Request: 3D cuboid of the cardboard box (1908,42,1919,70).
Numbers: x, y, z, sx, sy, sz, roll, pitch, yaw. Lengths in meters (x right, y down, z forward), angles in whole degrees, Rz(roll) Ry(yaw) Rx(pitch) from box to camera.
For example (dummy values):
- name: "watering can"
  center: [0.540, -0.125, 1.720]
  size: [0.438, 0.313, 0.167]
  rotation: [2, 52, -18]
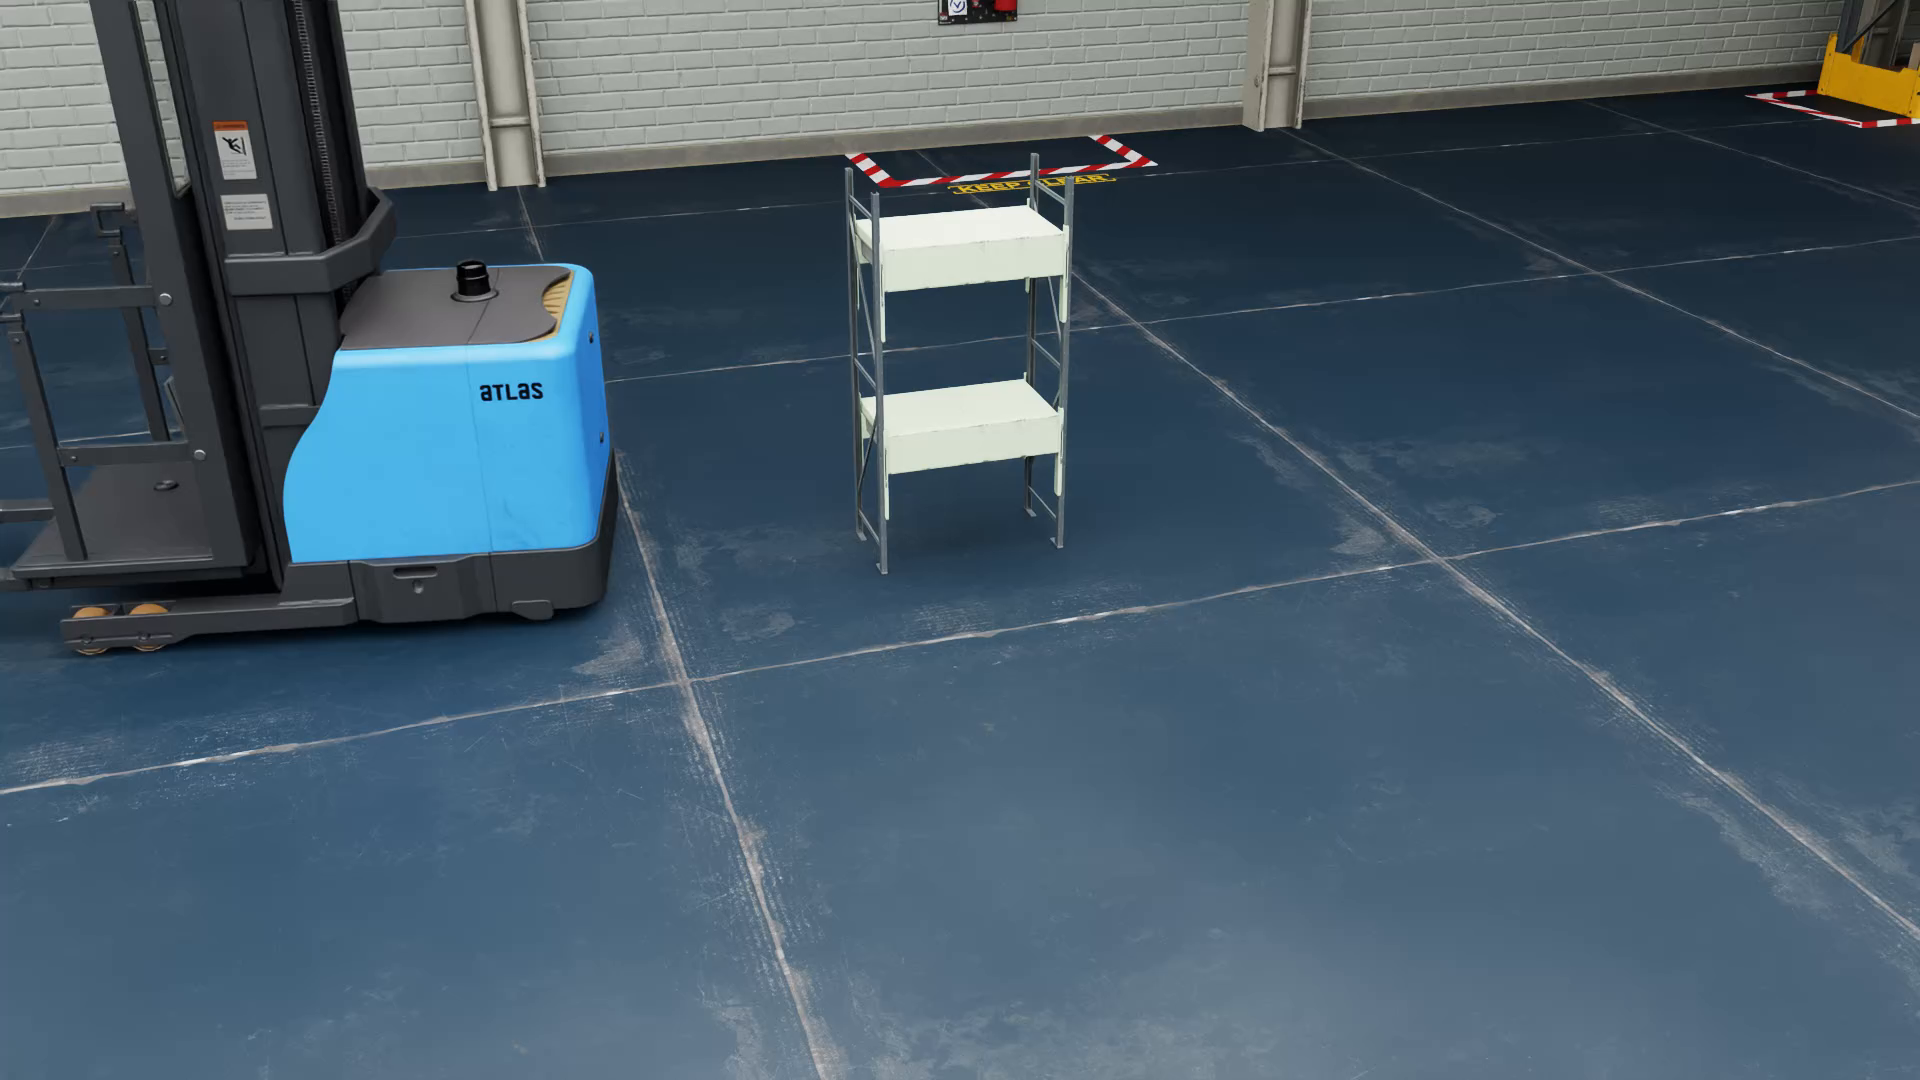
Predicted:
- name: "cardboard box"
  center: [8.527, -4.132, 14.229]
  size: [0.500, 0.311, 0.500]
  rotation: [-12, 29, -22]

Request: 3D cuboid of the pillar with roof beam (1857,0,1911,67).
- name: "pillar with roof beam"
  center: [9.572, -6.411, 9.544]
  size: [0.400, 9.000, 9.100]
  rotation: [-8, 28, -16]

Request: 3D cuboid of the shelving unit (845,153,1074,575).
- name: "shelving unit"
  center: [-0.006, -0.671, 6.415]
  size: [0.755, 1.500, 0.431]
  rotation: [-8, 28, -16]

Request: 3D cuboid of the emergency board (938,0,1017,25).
- name: "emergency board"
  center: [0.172, -4.394, 12.227]
  size: [0.643, 1.169, 0.194]
  rotation: [-8, 28, -16]

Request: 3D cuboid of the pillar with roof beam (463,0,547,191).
- name: "pillar with roof beam"
  center: [-1.838, -4.759, 6.216]
  size: [0.400, 9.000, 9.100]
  rotation: [-8, 28, -16]

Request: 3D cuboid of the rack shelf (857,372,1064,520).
- name: "rack shelf"
  center: [-0.006, -0.379, 6.560]
  size: [0.720, 0.370, 0.431]
  rotation: [-8, 28, -16]

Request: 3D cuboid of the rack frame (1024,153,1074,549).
- name: "rack frame"
  center: [0.342, -0.721, 6.516]
  size: [0.023, 1.500, 0.400]
  rotation: [-8, 28, -16]

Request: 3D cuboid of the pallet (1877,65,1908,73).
- name: "pallet"
  center: [8.697, -3.941, 14.450]
  size: [1.213, 0.211, 1.003]
  rotation: [-8, 28, -16]

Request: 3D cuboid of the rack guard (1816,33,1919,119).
- name: "rack guard"
  center: [7.913, -3.973, 14.191]
  size: [0.348, 0.500, 1.175]
  rotation: [-8, 28, -16]

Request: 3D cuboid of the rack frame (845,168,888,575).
- name: "rack frame"
  center: [-0.354, -0.620, 6.313]
  size: [0.023, 1.500, 0.400]
  rotation: [-8, 28, -16]

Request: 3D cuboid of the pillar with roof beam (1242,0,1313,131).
- name: "pillar with roof beam"
  center: [3.867, -5.585, 7.880]
  size: [0.400, 9.000, 9.100]
  rotation: [-8, 28, -16]

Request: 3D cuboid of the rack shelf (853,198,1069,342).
- name: "rack shelf"
  center: [-0.006, -1.020, 6.241]
  size: [0.720, 0.370, 0.431]
  rotation: [-8, 28, -16]

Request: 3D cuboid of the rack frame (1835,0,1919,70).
- name: "rack frame"
  center: [7.841, -5.082, 13.614]
  size: [0.127, 3.000, 1.000]
  rotation: [-8, 28, -16]

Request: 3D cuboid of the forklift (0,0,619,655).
- name: "forklift"
  center: [-2.875, -1.154, 5.778]
  size: [3.031, 2.935, 1.130]
  rotation: [-3, 27, -6]

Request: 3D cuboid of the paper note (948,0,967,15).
- name: "paper note"
  center: [-0.017, -4.004, 12.433]
  size: [0.142, 0.148, 0.016]
  rotation: [-8, 28, -16]
